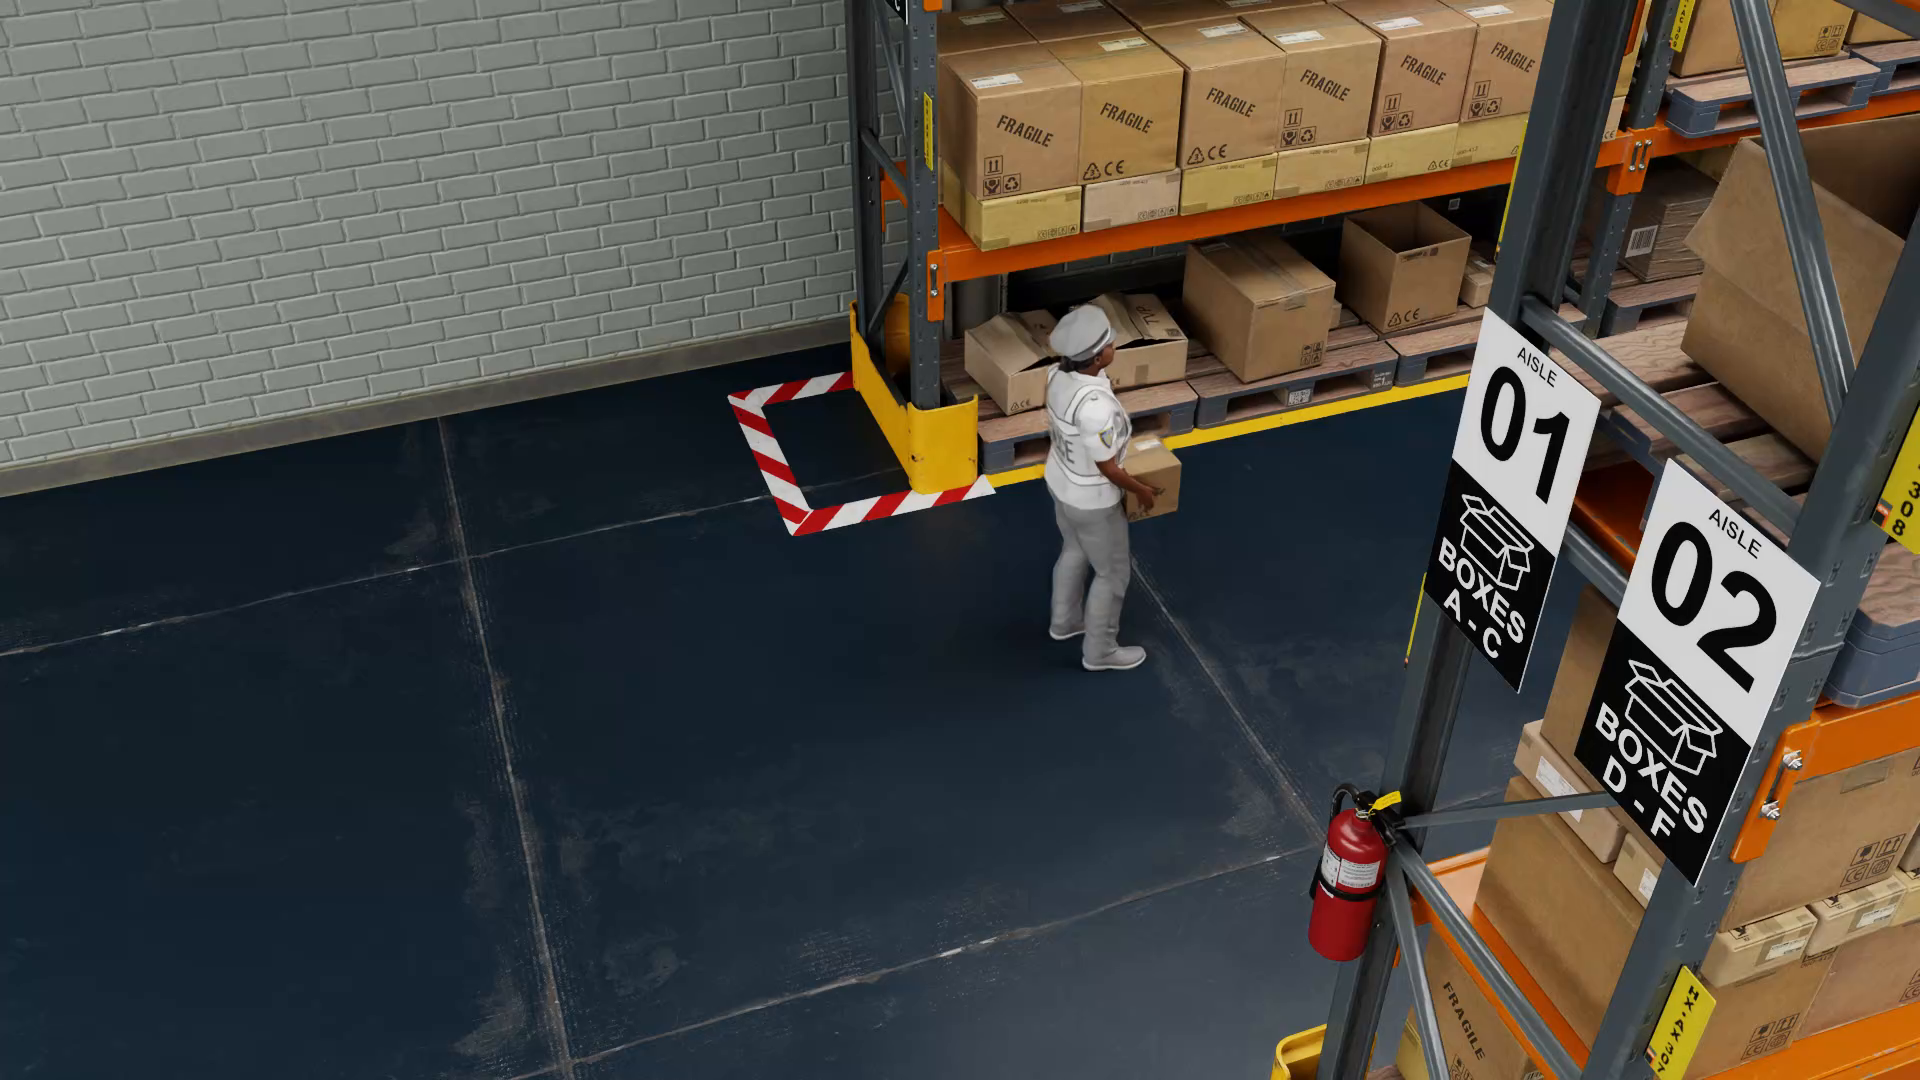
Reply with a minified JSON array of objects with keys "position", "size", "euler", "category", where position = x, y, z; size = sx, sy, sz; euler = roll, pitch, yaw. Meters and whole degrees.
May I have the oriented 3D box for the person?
[{"position":[0.584,-0.224,7.045],"size":[0.435,1.698,0.535],"euler":[-13,40,-16],"category":"person"}]
